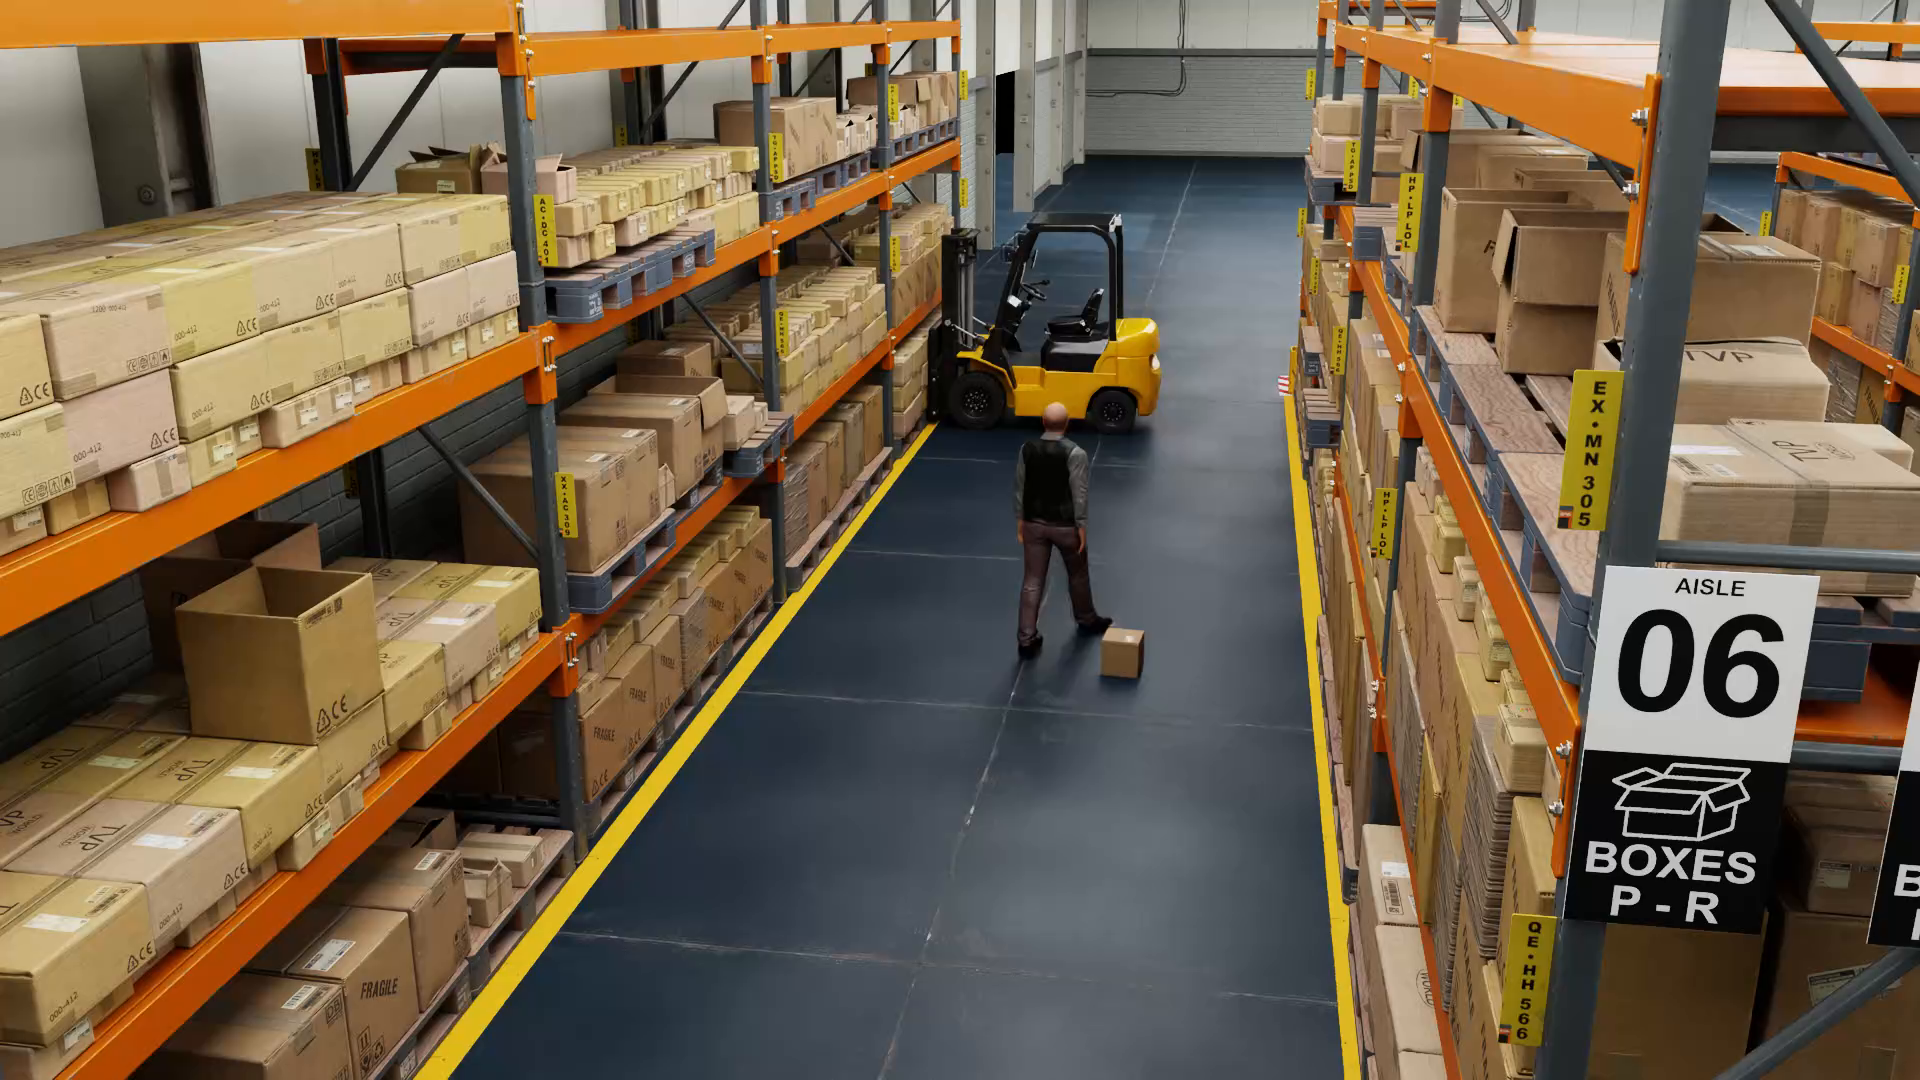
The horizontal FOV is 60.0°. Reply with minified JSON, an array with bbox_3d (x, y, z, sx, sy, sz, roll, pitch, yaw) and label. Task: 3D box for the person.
[{"bbox_3d":[0.652,-0.114,11.457,0.595,1.678,0.904,8,19,23],"label":"person"}]
